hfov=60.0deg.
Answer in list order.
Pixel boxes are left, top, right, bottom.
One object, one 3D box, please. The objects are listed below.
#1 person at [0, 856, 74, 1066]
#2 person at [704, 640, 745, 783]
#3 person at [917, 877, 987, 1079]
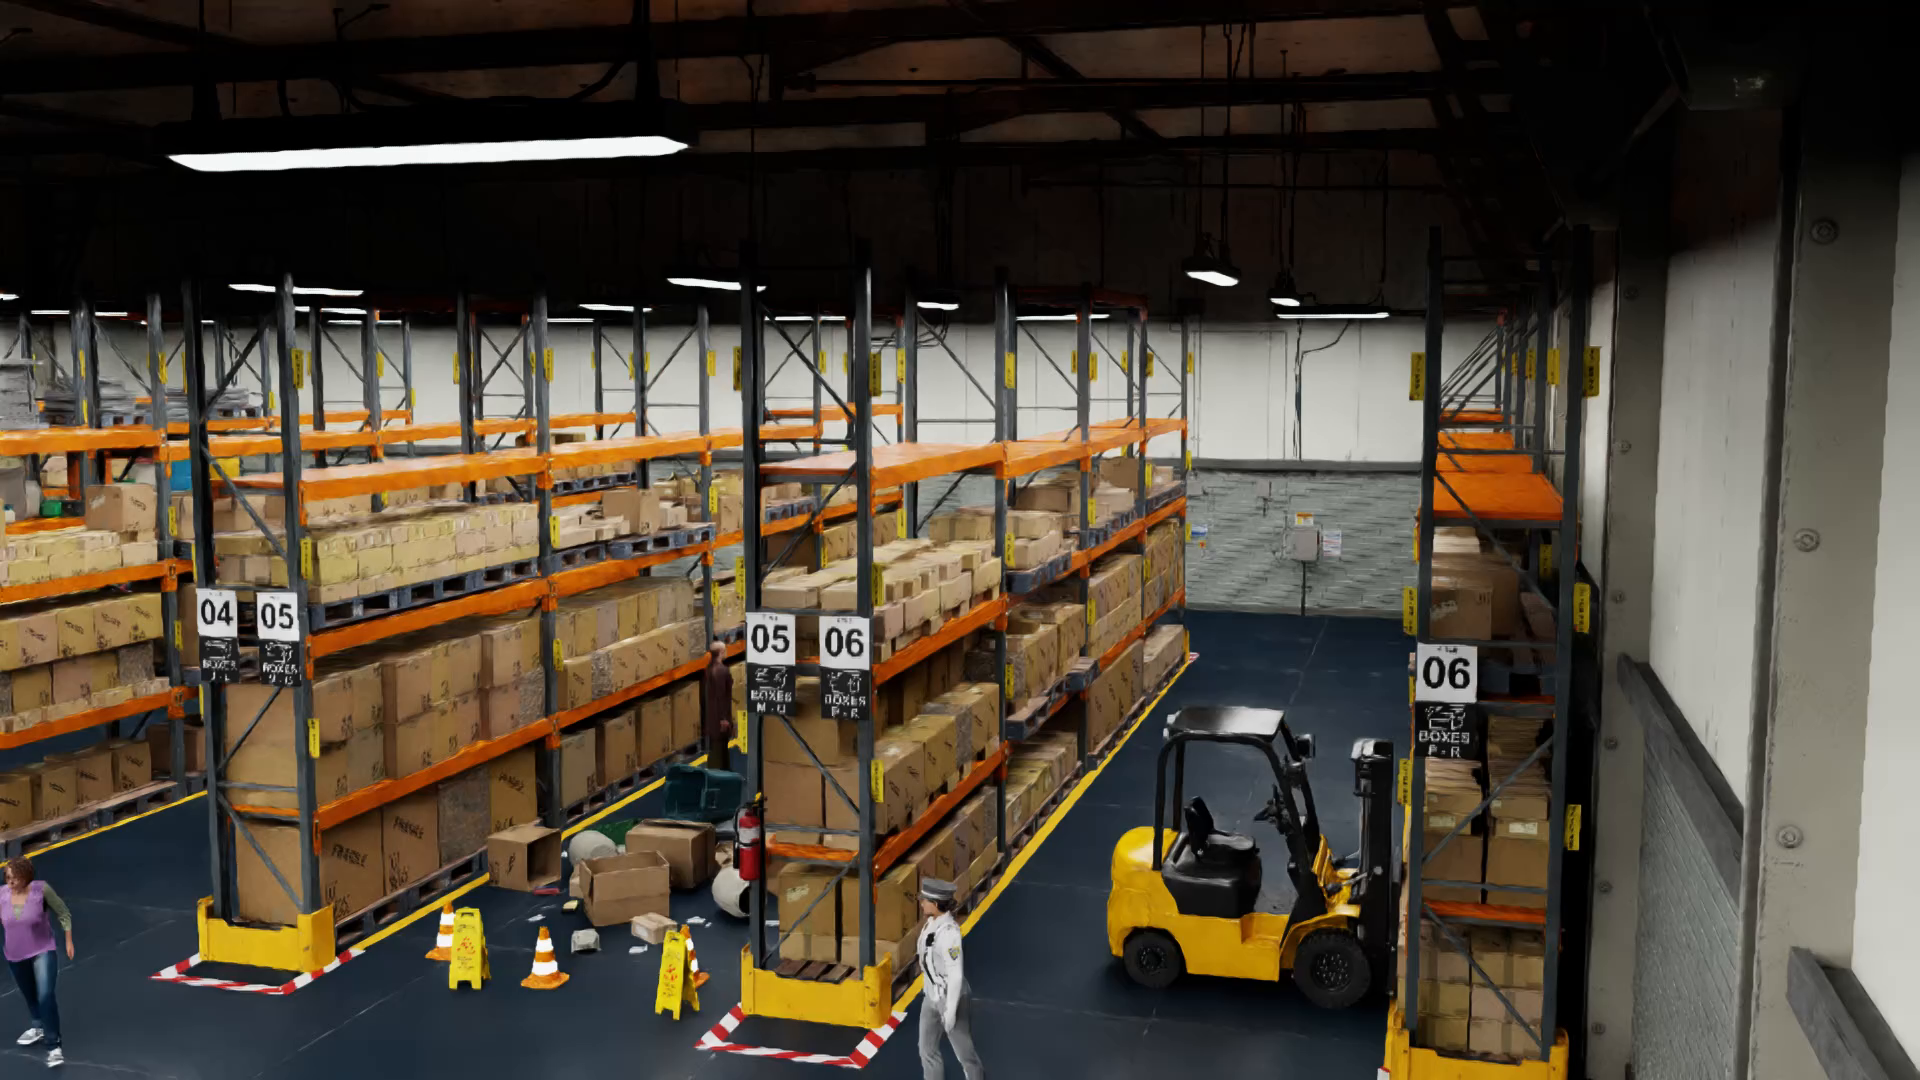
[{"bbox_3d":[-6.803,3.034,12.225,0.572,1.533,0.755,-1,6,-5],"label":"person"},{"bbox_3d":[-2.796,2.068,19.664,0.504,1.788,0.640,-2,7,-13],"label":"person"},{"bbox_3d":[-0.078,3.098,11.217,0.551,1.667,0.520,-2,7,-20],"label":"person"}]
